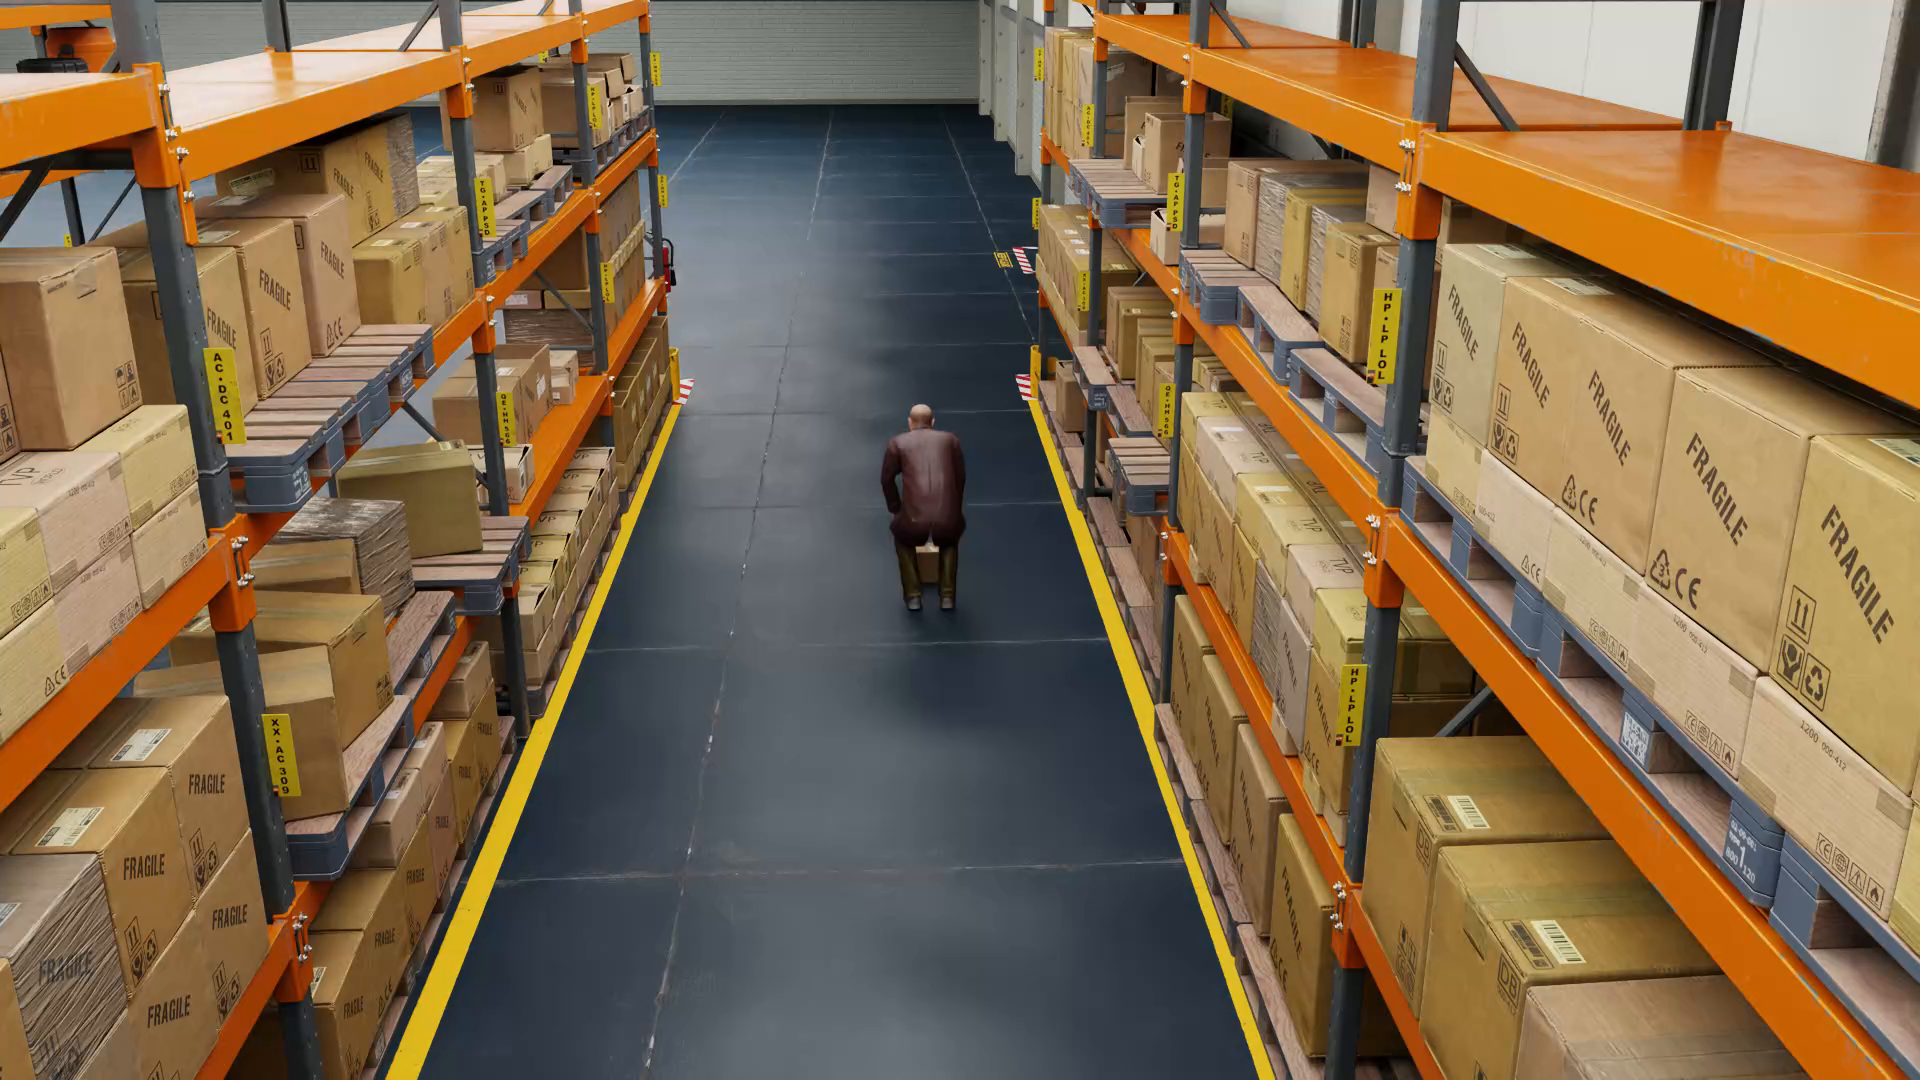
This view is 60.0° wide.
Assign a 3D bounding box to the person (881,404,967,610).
[{"bbox_3d":[-0.263,-0.246,12.202,0.630,1.420,0.701,-1,20,-3],"label":"person"}]
